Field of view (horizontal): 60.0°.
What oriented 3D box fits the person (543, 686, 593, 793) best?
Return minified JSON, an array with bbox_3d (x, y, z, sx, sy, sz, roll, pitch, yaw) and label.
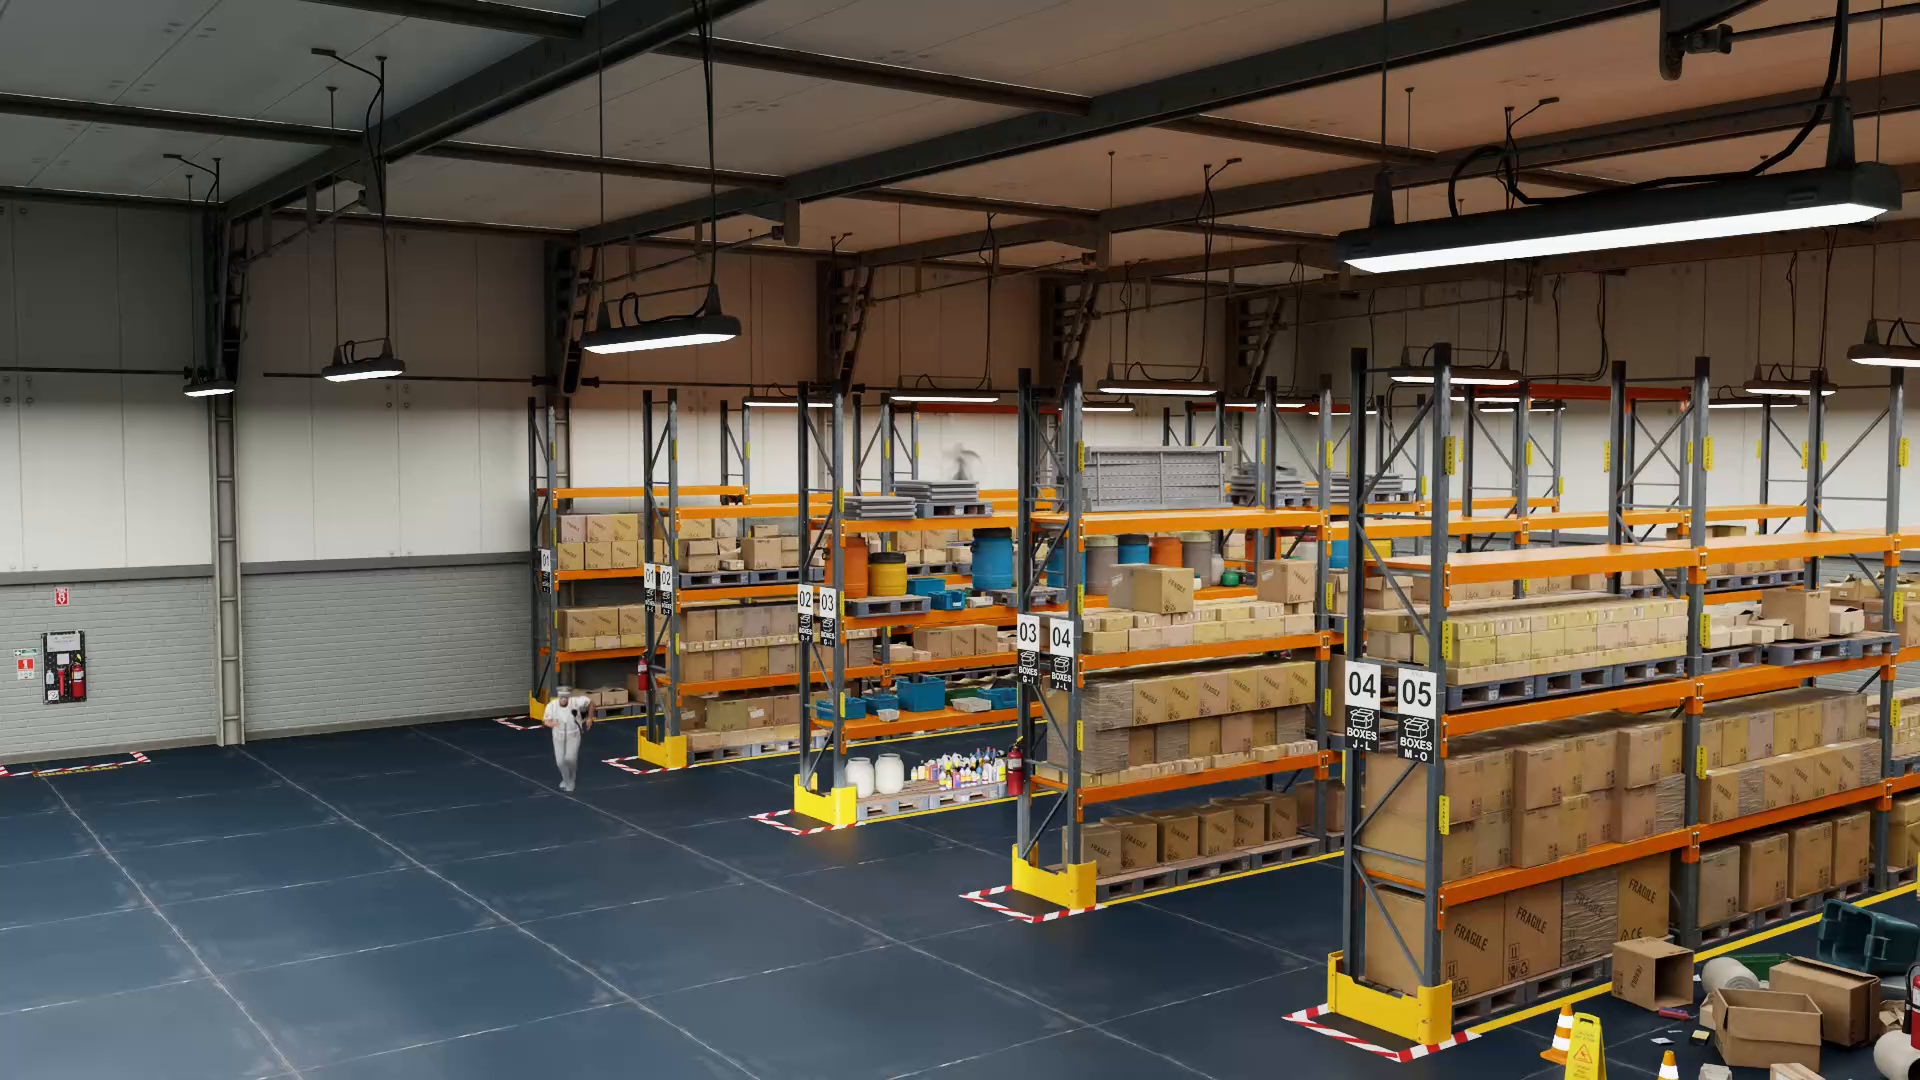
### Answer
[{"bbox_3d":[-5.756,2.922,24.455,0.688,1.639,0.989,0,3,-7],"label":"person"}]
